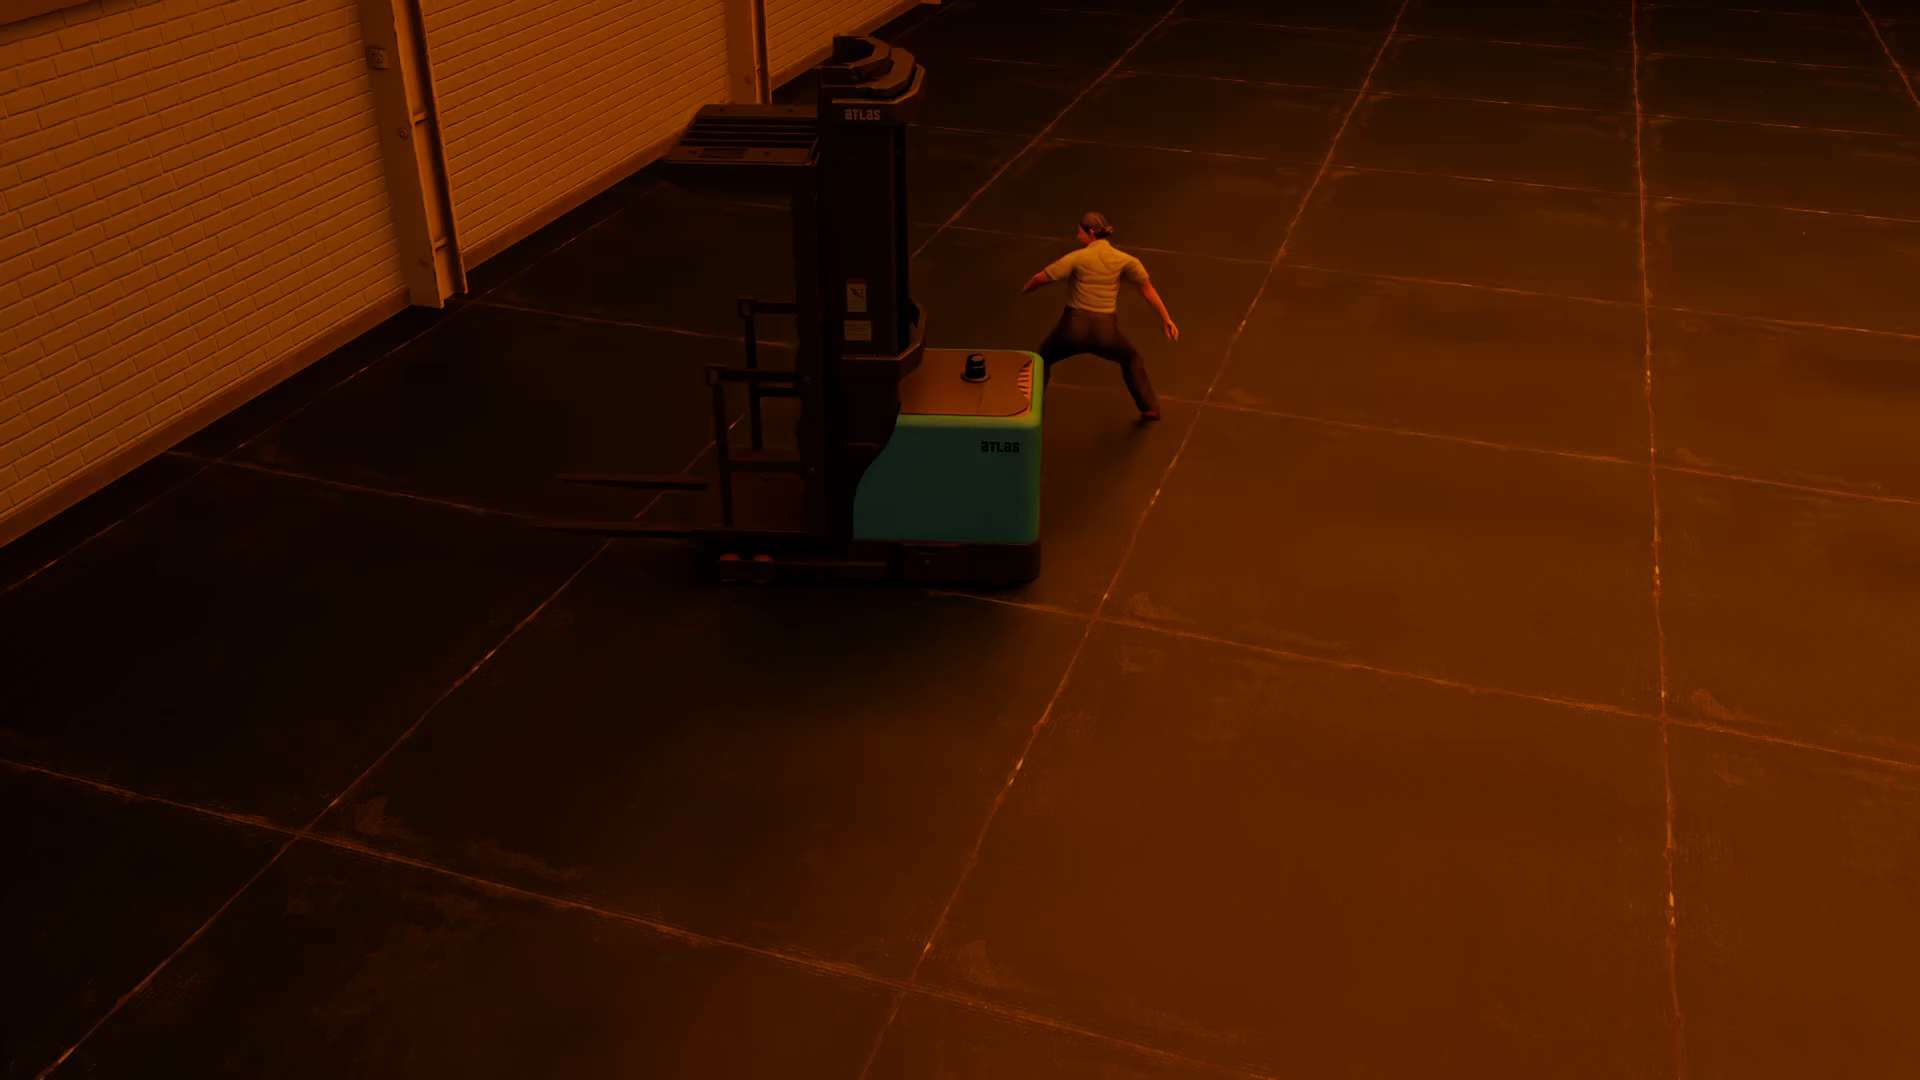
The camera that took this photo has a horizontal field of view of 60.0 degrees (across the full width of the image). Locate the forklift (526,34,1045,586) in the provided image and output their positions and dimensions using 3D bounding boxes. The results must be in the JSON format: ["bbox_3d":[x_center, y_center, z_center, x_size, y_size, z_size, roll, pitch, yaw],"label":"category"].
[{"bbox_3d":[-1.026,-1.280,9.381,3.031,2.935,1.130,2,30,3],"label":"forklift"}]

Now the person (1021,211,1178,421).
[{"bbox_3d":[0.925,-1.382,11.145,1.028,1.610,0.528,0,30,0],"label":"person"}]
